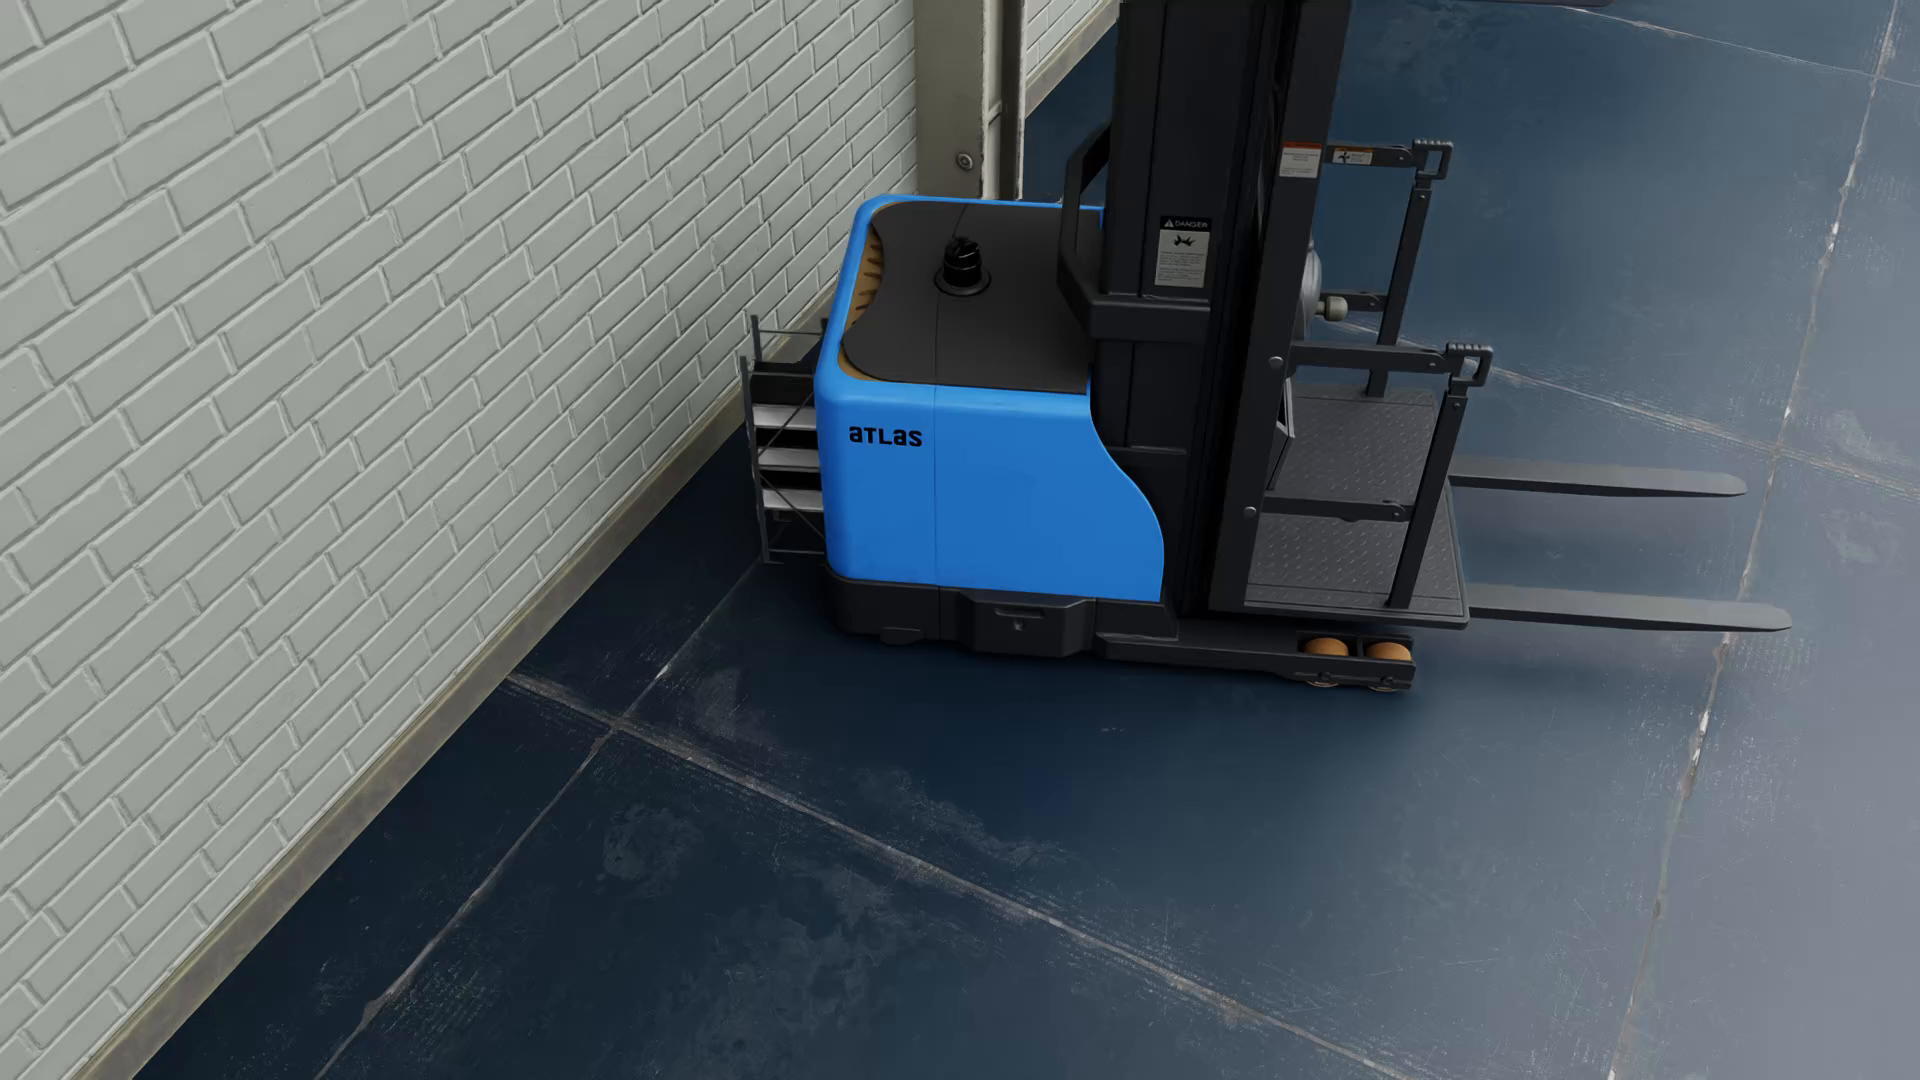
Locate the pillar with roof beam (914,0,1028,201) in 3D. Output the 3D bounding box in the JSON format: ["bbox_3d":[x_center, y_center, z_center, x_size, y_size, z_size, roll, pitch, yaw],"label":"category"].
[{"bbox_3d":[3.858,-3.156,2.543,9.100,9.000,0.400,20,49,19],"label":"pillar with roof beam"}]

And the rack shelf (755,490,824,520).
[{"bbox_3d":[-0.540,-0.155,5.571,0.258,0.077,0.200,3,45,3],"label":"rack shelf"}]

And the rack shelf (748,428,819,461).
[{"bbox_3d":[-0.540,-0.345,5.379,0.258,0.077,0.200,3,45,3],"label":"rack shelf"}]

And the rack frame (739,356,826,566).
[{"bbox_3d":[-0.548,-0.233,5.348,0.240,0.900,0.006,3,45,3],"label":"rack frame"}]

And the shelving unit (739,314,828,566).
[{"bbox_3d":[-0.540,-0.305,5.419,0.258,0.900,0.210,3,45,3],"label":"shelving unit"}]

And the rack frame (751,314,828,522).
[{"bbox_3d":[-0.532,-0.378,5.490,0.240,0.900,0.006,3,45,3],"label":"rack frame"}]

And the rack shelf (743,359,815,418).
[{"bbox_3d":[-0.540,-0.472,5.251,0.258,0.077,0.200,3,45,3],"label":"rack shelf"}]

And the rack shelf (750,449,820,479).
[{"bbox_3d":[-0.540,-0.282,5.443,0.258,0.077,0.200,3,45,3],"label":"rack shelf"}]

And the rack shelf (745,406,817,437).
[{"bbox_3d":[-0.540,-0.409,5.315,0.258,0.077,0.200,3,45,3],"label":"rack shelf"}]

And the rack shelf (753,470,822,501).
[{"bbox_3d":[-0.540,-0.219,5.507,0.258,0.077,0.200,3,45,3],"label":"rack shelf"}]

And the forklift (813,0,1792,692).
[{"bbox_3d":[1.118,-0.949,4.627,3.031,2.935,1.130,4,45,4],"label":"forklift"}]
